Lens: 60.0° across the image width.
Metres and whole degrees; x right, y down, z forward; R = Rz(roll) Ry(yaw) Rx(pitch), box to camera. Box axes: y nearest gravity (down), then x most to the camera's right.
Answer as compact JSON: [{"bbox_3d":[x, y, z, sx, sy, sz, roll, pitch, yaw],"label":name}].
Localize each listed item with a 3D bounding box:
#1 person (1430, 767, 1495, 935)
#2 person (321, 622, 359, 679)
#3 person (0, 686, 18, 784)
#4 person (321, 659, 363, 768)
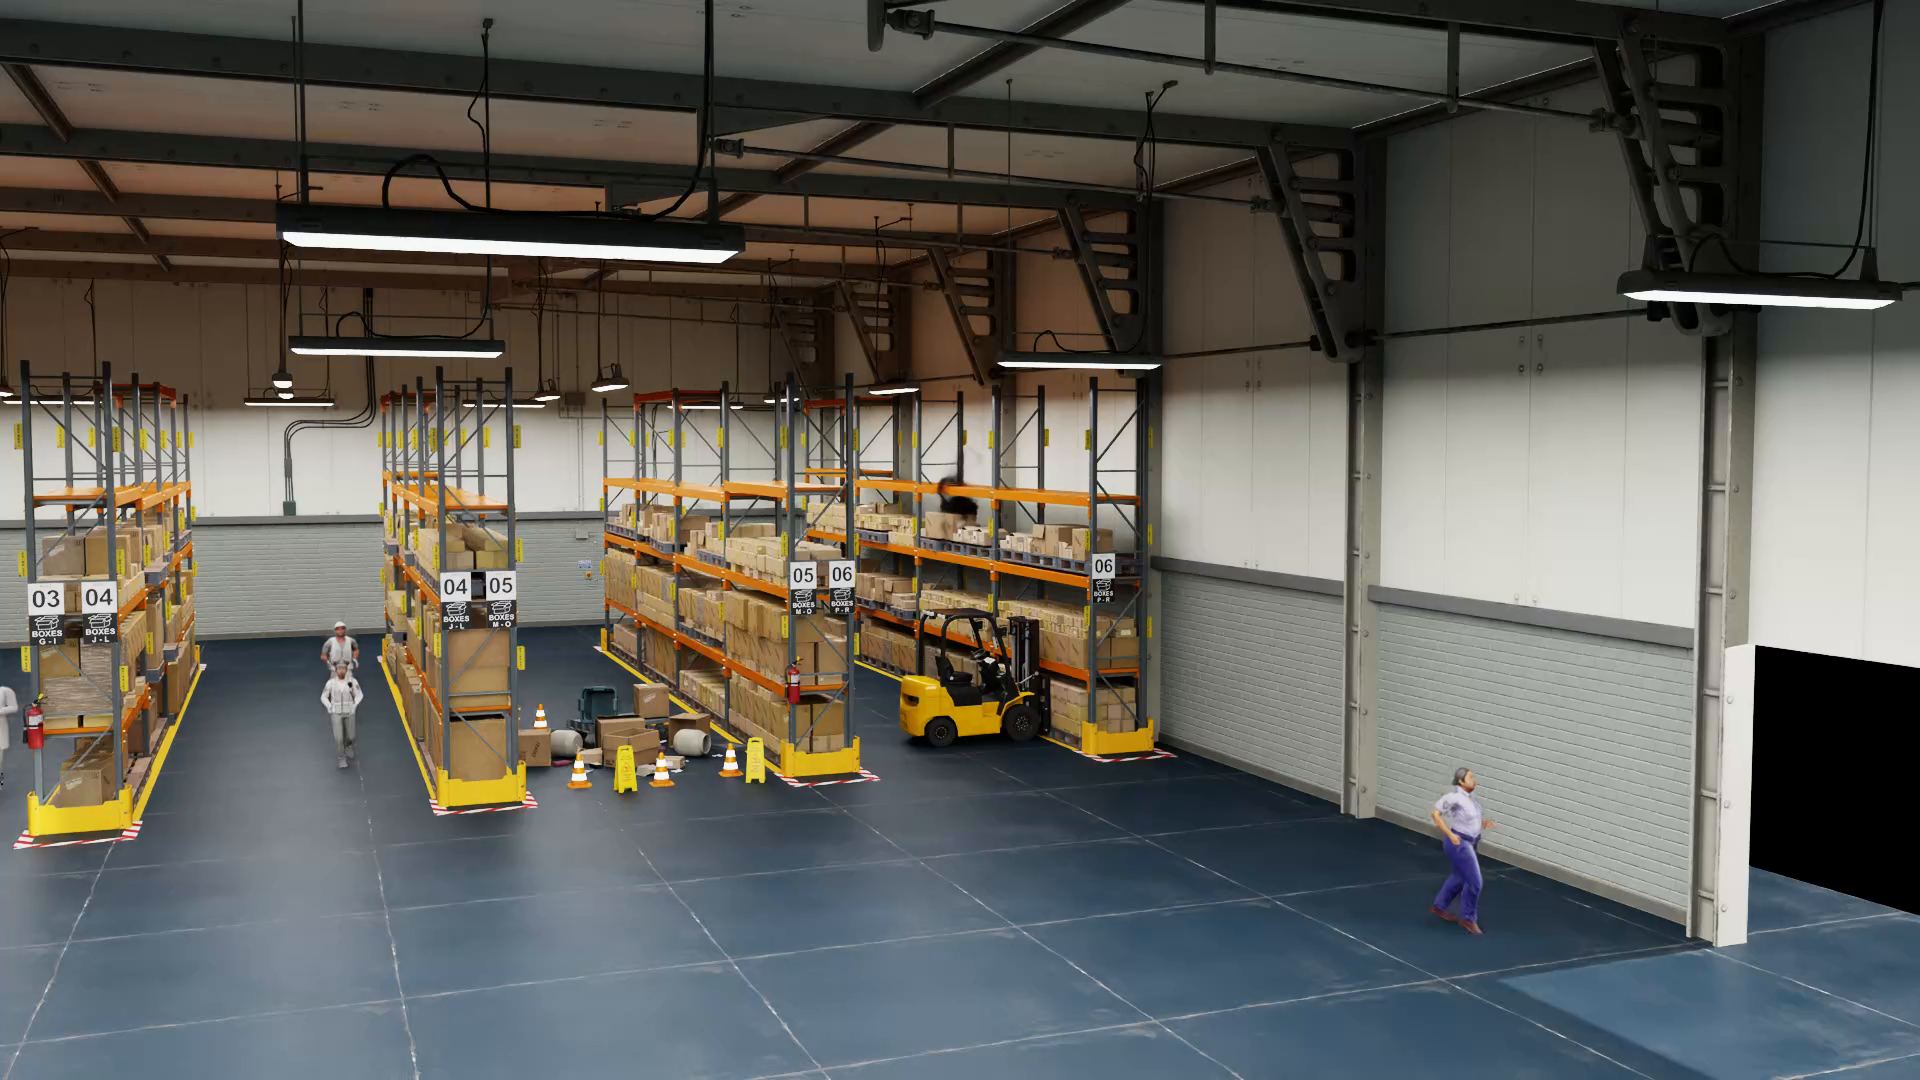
[{"bbox_3d":[5.129,3.183,17.023,0.671,1.705,0.592,3,4,37],"label":"person"},{"bbox_3d":[-11.018,2.335,29.625,0.655,1.769,0.888,-2,4,-27],"label":"person"},{"bbox_3d":[-13.583,2.717,23.308,0.685,1.815,0.730,-2,4,-32],"label":"person"},{"bbox_3d":[-9.471,2.642,25.491,0.613,1.646,0.578,-1,4,-22],"label":"person"}]
